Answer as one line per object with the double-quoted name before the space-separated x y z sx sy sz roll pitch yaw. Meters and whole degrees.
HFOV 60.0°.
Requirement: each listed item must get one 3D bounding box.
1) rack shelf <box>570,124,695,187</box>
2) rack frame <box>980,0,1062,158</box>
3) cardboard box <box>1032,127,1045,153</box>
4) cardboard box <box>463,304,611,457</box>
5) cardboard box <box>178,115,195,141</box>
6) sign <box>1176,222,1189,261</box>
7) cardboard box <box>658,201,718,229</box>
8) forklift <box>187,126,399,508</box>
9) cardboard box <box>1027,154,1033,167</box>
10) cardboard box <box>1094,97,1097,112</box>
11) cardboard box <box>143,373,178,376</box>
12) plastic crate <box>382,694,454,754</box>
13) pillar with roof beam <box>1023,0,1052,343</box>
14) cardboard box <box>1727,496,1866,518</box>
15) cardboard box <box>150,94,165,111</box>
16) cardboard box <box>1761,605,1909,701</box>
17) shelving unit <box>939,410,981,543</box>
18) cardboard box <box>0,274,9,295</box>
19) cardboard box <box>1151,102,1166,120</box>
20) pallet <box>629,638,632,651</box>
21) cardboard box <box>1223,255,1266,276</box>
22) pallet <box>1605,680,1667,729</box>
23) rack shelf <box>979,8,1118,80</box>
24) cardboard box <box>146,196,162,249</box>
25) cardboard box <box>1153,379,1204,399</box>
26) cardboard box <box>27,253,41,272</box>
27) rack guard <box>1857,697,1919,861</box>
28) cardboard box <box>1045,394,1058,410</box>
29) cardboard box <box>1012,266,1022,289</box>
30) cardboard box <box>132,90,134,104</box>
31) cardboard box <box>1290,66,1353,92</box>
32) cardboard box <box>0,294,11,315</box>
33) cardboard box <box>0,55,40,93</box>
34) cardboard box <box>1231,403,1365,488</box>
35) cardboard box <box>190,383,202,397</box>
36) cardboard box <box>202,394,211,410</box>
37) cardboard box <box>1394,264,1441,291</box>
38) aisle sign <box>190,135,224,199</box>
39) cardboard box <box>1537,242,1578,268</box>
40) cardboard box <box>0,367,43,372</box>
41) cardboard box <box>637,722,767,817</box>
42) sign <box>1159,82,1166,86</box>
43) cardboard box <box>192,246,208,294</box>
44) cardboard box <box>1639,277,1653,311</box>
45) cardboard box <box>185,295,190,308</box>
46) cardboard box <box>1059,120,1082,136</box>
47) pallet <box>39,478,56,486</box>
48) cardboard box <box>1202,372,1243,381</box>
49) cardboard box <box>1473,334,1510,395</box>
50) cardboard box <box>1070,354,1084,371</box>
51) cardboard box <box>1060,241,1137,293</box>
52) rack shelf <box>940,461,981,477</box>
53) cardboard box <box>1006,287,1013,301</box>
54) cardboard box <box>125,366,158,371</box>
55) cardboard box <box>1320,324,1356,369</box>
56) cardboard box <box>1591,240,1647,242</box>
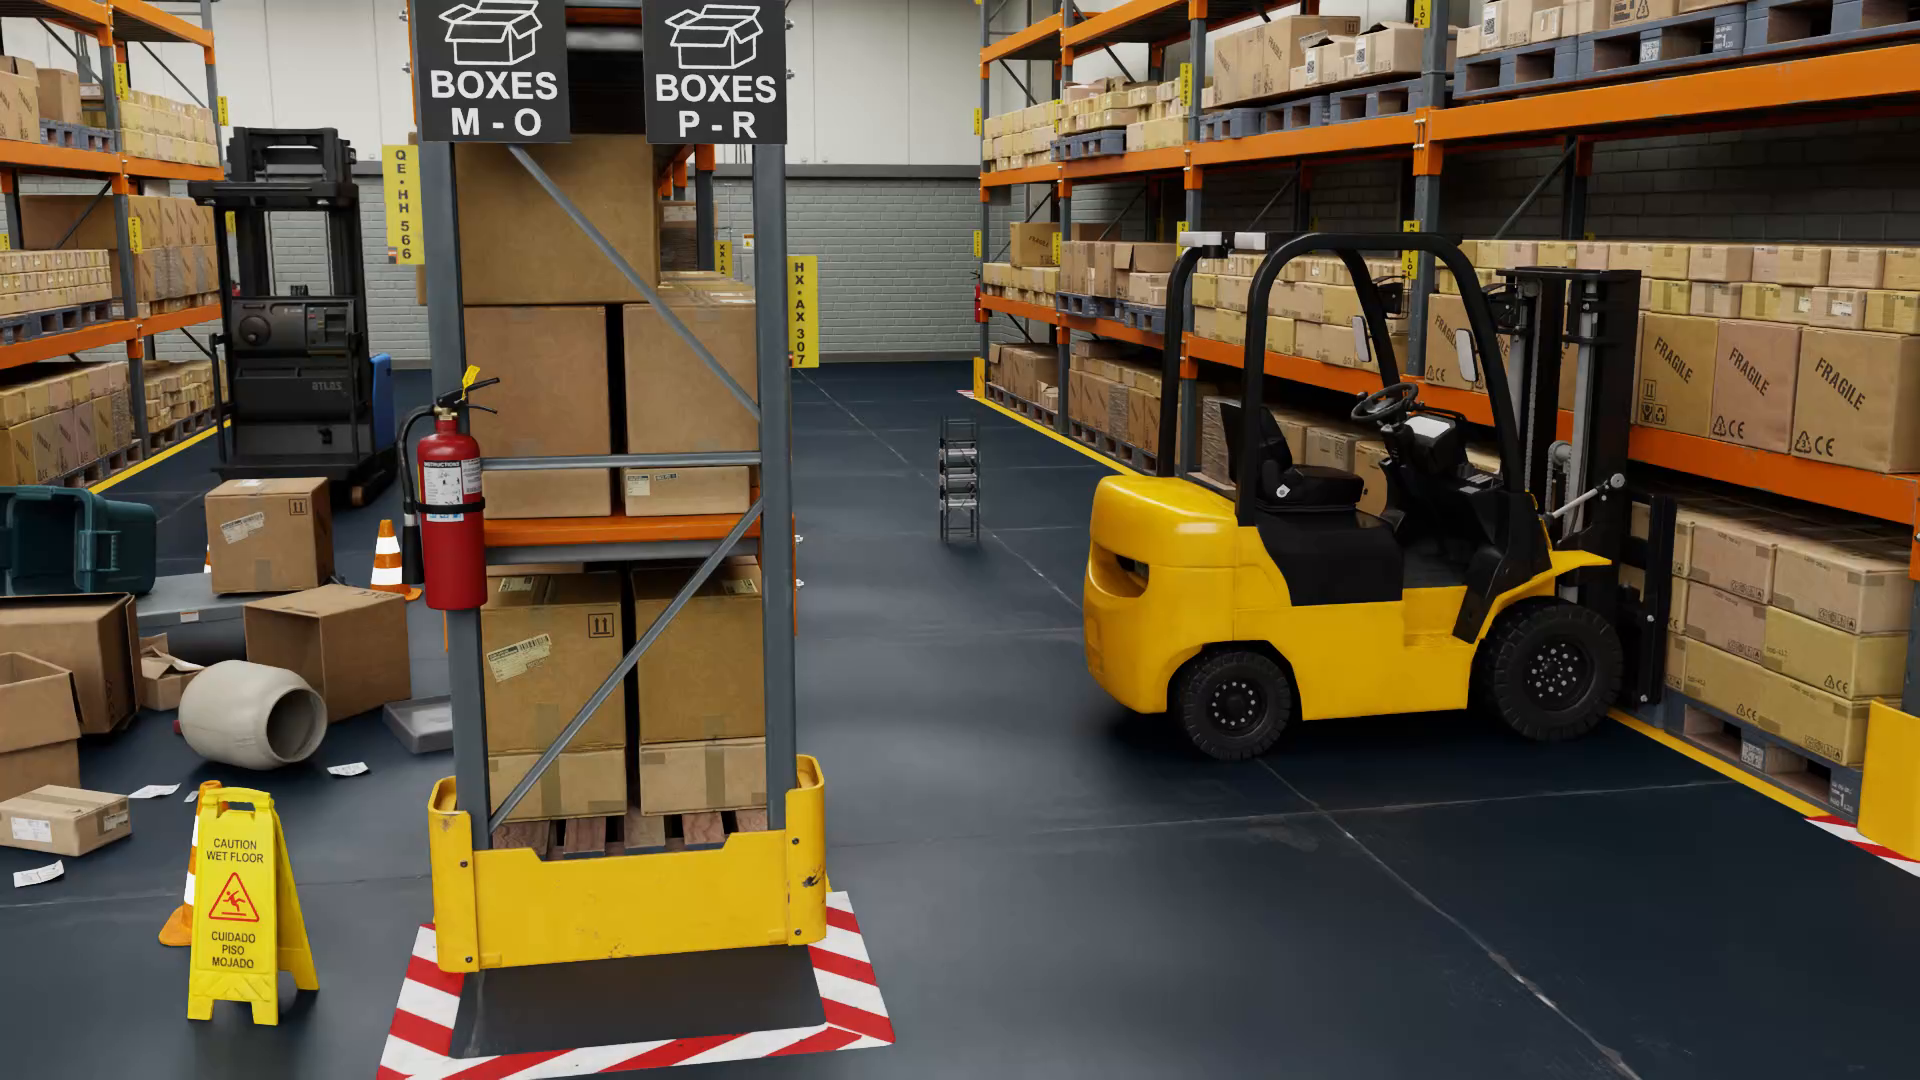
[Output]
"rack shelf" -2.166 -2.445 10.420 1.077 0.370 4.000 -2 11 -11
"rack frame" 0.758 -6.287 20.660 1.000 3.000 0.127 -2 11 -11
"cardboard box" 1.085 -4.326 17.988 0.500 0.250 0.500 -3 11 -13
"cardboard box" -1.374 -0.509 5.285 0.500 0.500 0.500 -2 11 -12
"cardboard box" -8.410 -4.342 17.531 0.500 0.250 0.500 -2 11 -10
"sign" 1.783 -2.381 13.299 0.100 0.325 0.005 -2 11 -11
"cardboard box" -1.521 -1.777 9.090 0.380 0.149 0.250 -2 11 -11
"forklift" -5.266 -1.745 13.023 1.130 2.935 3.031 -2 11 -9
"cardboard box" 0.966 -4.247 18.639 0.380 0.149 0.250 -2 11 -10
"cardboard box" 1.476 -4.102 15.687 0.380 0.149 0.250 -2 11 -10
"cardboard box" -8.302 -1.636 17.180 0.380 0.149 0.250 -3 11 -13
"plastic crate" -2.276 0.794 7.309 0.402 0.080 0.583 -6 13 -31
"pillar with roof beam" -3.105 -6.658 22.608 9.100 9.000 0.400 -2 11 -11
"cardboard box" 3.774 -0.031 7.392 0.500 0.250 0.500 -2 11 -11
"cardboard box" -8.196 -4.373 16.623 0.380 0.149 0.250 -2 11 -8
"cardboard box" 3.468 0.416 6.384 0.500 0.250 0.500 -2 11 -12
"shelving unit" -0.002 -0.444 11.620 0.258 0.900 0.210 -2 11 -11
"cardboard box" -7.397 -1.916 12.495 0.380 0.149 0.250 -2 11 -13
"cardboard box" 1.860 -3.666 14.247 0.380 0.149 0.250 -2 11 -11
"pallet" -1.611 0.534 8.326 1.003 0.211 1.213 -2 11 -11
"cardboard box" 2.215 -2.076 12.579 0.380 0.149 0.250 -2 11 -9
"pallet" 3.446 0.602 7.966 1.003 0.211 1.213 -2 11 -11
"rack shelf" 1.147 -5.565 18.800 1.077 0.370 4.000 -2 11 -11
"cardboard box" -8.133 -3.099 16.219 0.500 0.500 0.500 -2 11 -13
"cardboard box" 1.886 -1.300 14.331 0.380 0.149 0.250 -3 11 -14
"cardboard box" -7.547 -2.201 13.194 0.380 0.149 0.250 -2 11 -9
"rack guard" 3.874 0.827 6.014 1.175 0.500 0.348 -2 11 -11
"cardboard box" 1.139 -1.503 18.075 0.380 0.149 0.250 -2 11 -13
"cardboard box" 0.902 -3.041 19.256 0.500 0.250 0.500 -2 11 -13
"cardboard box" -8.112 -4.225 15.847 0.380 0.149 0.250 -2 11 -12
"cardboard box" 2.430 -3.077 11.097 0.380 0.149 0.250 -2 11 -12
"cardboard box" -7.384 -1.764 12.489 0.380 0.149 0.250 -2 11 -8
"cardboard box" -7.997 -3.669 13.528 0.797 0.503 0.637 -2 11 -12
"cardboard box" 2.556 -0.678 12.463 0.875 0.625 0.625 -2 11 -9
"cardboard box" -8.316 -1.588 17.724 0.380 0.149 0.250 -2 11 -8
"cardboard box" -8.351 -1.493 18.017 0.380 0.149 0.250 -3 11 -14
"cardboard box" 2.807 -1.561 9.874 0.380 0.149 0.250 -2 11 -9
"aisle sign" -8.666 -4.261 19.111 0.394 0.787 0.004 -2 11 -11
"cardboard box" 3.087 -1.395 8.205 0.380 0.149 0.250 -2 11 -12
"cardboard box" -8.178 -1.330 14.221 0.500 0.250 0.500 -2 11 -9
"cardboard box" -0.884 0.762 5.899 0.500 0.250 0.500 -2 11 -11
"sign" 2.079 -4.548 17.110 0.100 0.325 0.005 -2 11 -11
"cardboard box" -8.403 -2.895 17.821 0.500 0.500 0.500 -2 11 -11
"cardboard box" 3.294 -1.110 7.503 0.380 0.149 0.250 -2 11 -11
"cardboard box" -8.442 -2.548 17.731 0.380 0.149 0.250 -3 11 -13
"cardboard box" 1.204 -4.142 16.697 0.380 0.149 0.250 -2 11 -10
"pallet" -7.541 -0.266 12.531 1.003 0.211 1.213 -2 11 -11
"cardboard box" 2.404 -1.422 14.973 0.380 0.149 0.250 -3 11 -14
"cardboard box" 3.039 -1.002 8.672 0.500 0.500 0.500 -2 11 -10
"cardboard box" 1.344 -1.828 17.104 0.380 0.149 0.250 -2 11 -8
"cardboard box" 1.410 -2.765 16.809 0.700 0.500 0.500 -2 11 -10
"rack shelf" -0.002 -0.499 11.610 0.258 0.077 0.200 -2 11 -11
"cardboard box" 0.754 -2.908 19.624 0.380 0.149 0.250 -2 11 -13
"cardboard box" -8.953 -1.810 18.095 0.380 0.149 0.250 -3 11 -14
"cardboard box" 2.634 -1.240 10.591 0.500 0.250 0.500 -2 11 -11
"cardboard box" 3.523 -1.510 8.808 0.380 0.149 0.250 -2 11 -12
